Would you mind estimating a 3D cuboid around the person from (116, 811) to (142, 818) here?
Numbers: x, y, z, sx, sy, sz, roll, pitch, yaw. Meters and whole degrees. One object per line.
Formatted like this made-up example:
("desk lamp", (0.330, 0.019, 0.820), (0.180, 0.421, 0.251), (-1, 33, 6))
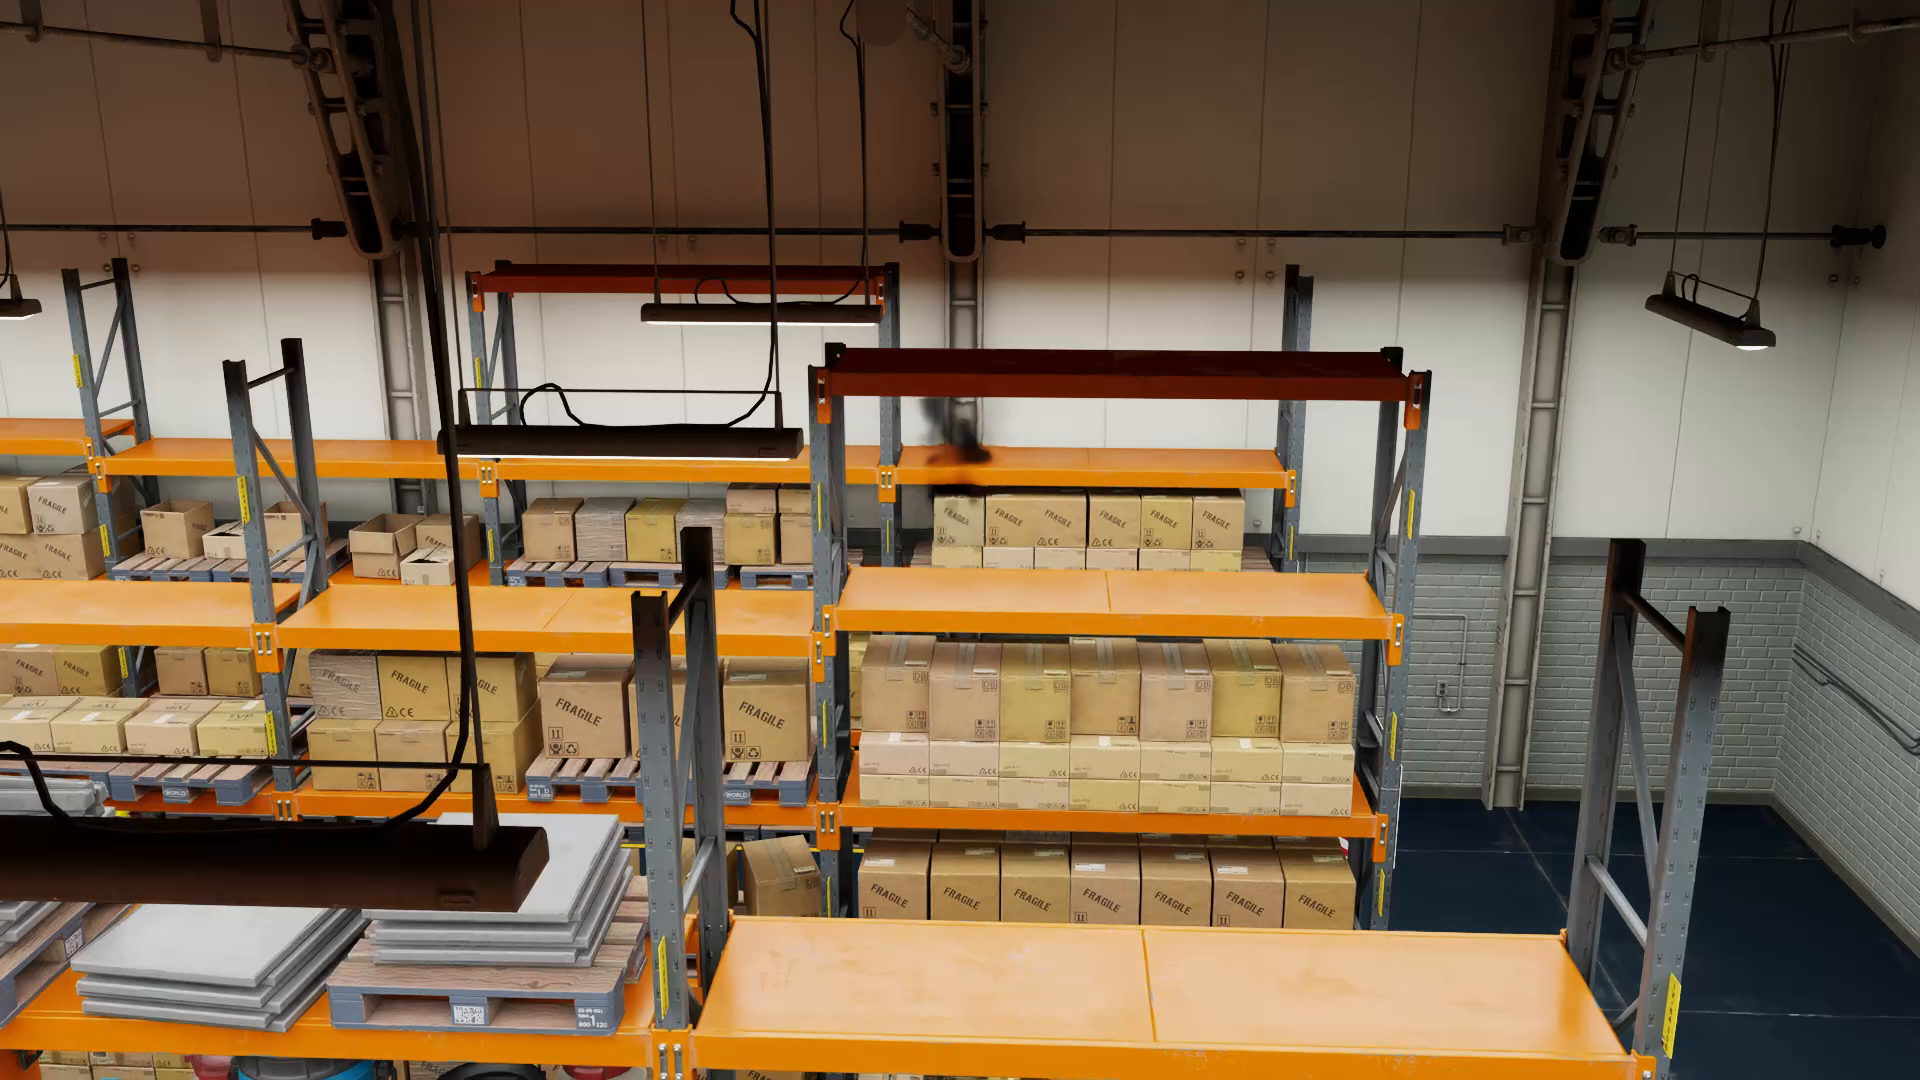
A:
("person", (-7.895, 2.929, 15.391), (0.574, 1.719, 0.676), (-4, 17, -12))
